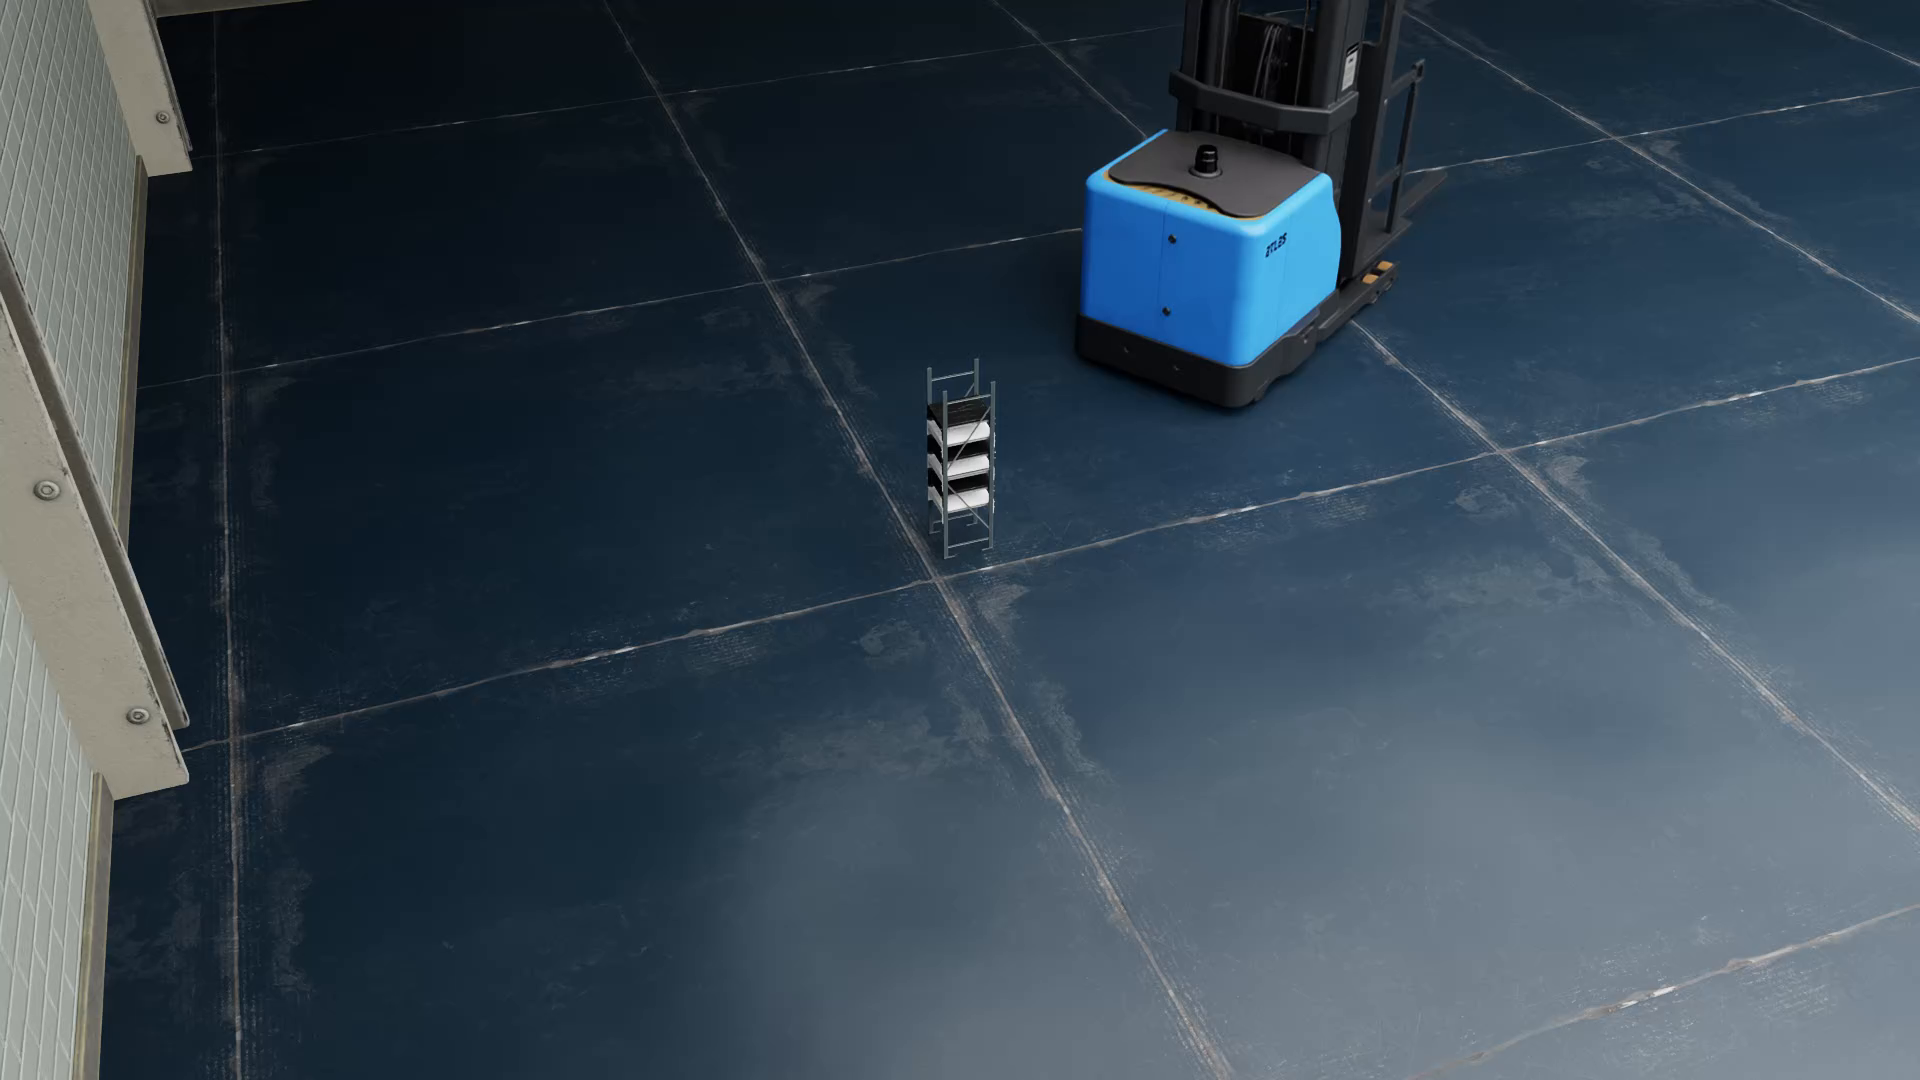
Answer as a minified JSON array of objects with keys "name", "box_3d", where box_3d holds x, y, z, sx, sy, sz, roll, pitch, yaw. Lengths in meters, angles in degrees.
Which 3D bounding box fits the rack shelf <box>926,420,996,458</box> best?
[{"name":"rack shelf","box_3d":[0.003,-0.472,7.385,0.258,0.077,0.200,-12,39,-16]}]

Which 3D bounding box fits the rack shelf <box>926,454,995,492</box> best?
[{"name":"rack shelf","box_3d":[0.003,-0.328,7.493,0.258,0.077,0.200,-12,39,-16]}]

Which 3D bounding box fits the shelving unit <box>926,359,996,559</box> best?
[{"name":"shelving unit","box_3d":[0.003,-0.355,7.473,0.258,0.900,0.210,-12,39,-16]}]

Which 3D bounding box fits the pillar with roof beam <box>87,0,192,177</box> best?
[{"name":"pillar with roof beam","box_3d":[-1.247,-7.007,9.574,9.100,9.000,0.400,-12,39,-16]}]

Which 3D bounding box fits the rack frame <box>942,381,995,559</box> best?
[{"name":"rack frame","box_3d":[0.038,-0.297,7.397,0.240,0.900,0.006,-12,39,-16]}]

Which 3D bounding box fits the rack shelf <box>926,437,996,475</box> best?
[{"name":"rack shelf","box_3d":[0.003,-0.400,7.439,0.258,0.077,0.200,-12,39,-16]}]

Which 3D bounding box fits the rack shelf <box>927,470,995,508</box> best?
[{"name":"rack shelf","box_3d":[0.003,-0.256,7.547,0.258,0.077,0.200,-12,39,-16]}]

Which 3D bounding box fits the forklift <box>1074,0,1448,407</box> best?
[{"name":"forklift","box_3d":[1.898,-2.687,8.882,1.130,2.935,3.031,24,43,28]}]

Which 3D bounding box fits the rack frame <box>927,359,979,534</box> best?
[{"name":"rack frame","box_3d":[-0.032,-0.412,7.549,0.240,0.900,0.006,-12,39,-16]}]

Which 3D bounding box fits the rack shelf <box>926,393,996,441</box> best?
[{"name":"rack shelf","box_3d":[0.003,-0.544,7.331,0.258,0.077,0.200,-12,39,-16]}]

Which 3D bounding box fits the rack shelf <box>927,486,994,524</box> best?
[{"name":"rack shelf","box_3d":[0.003,-0.184,7.602,0.258,0.077,0.200,-12,39,-16]}]

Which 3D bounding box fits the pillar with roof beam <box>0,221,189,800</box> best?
[{"name":"pillar with roof beam","box_3d":[0.818,-3.618,5.074,9.100,9.000,0.400,-12,39,-16]}]
